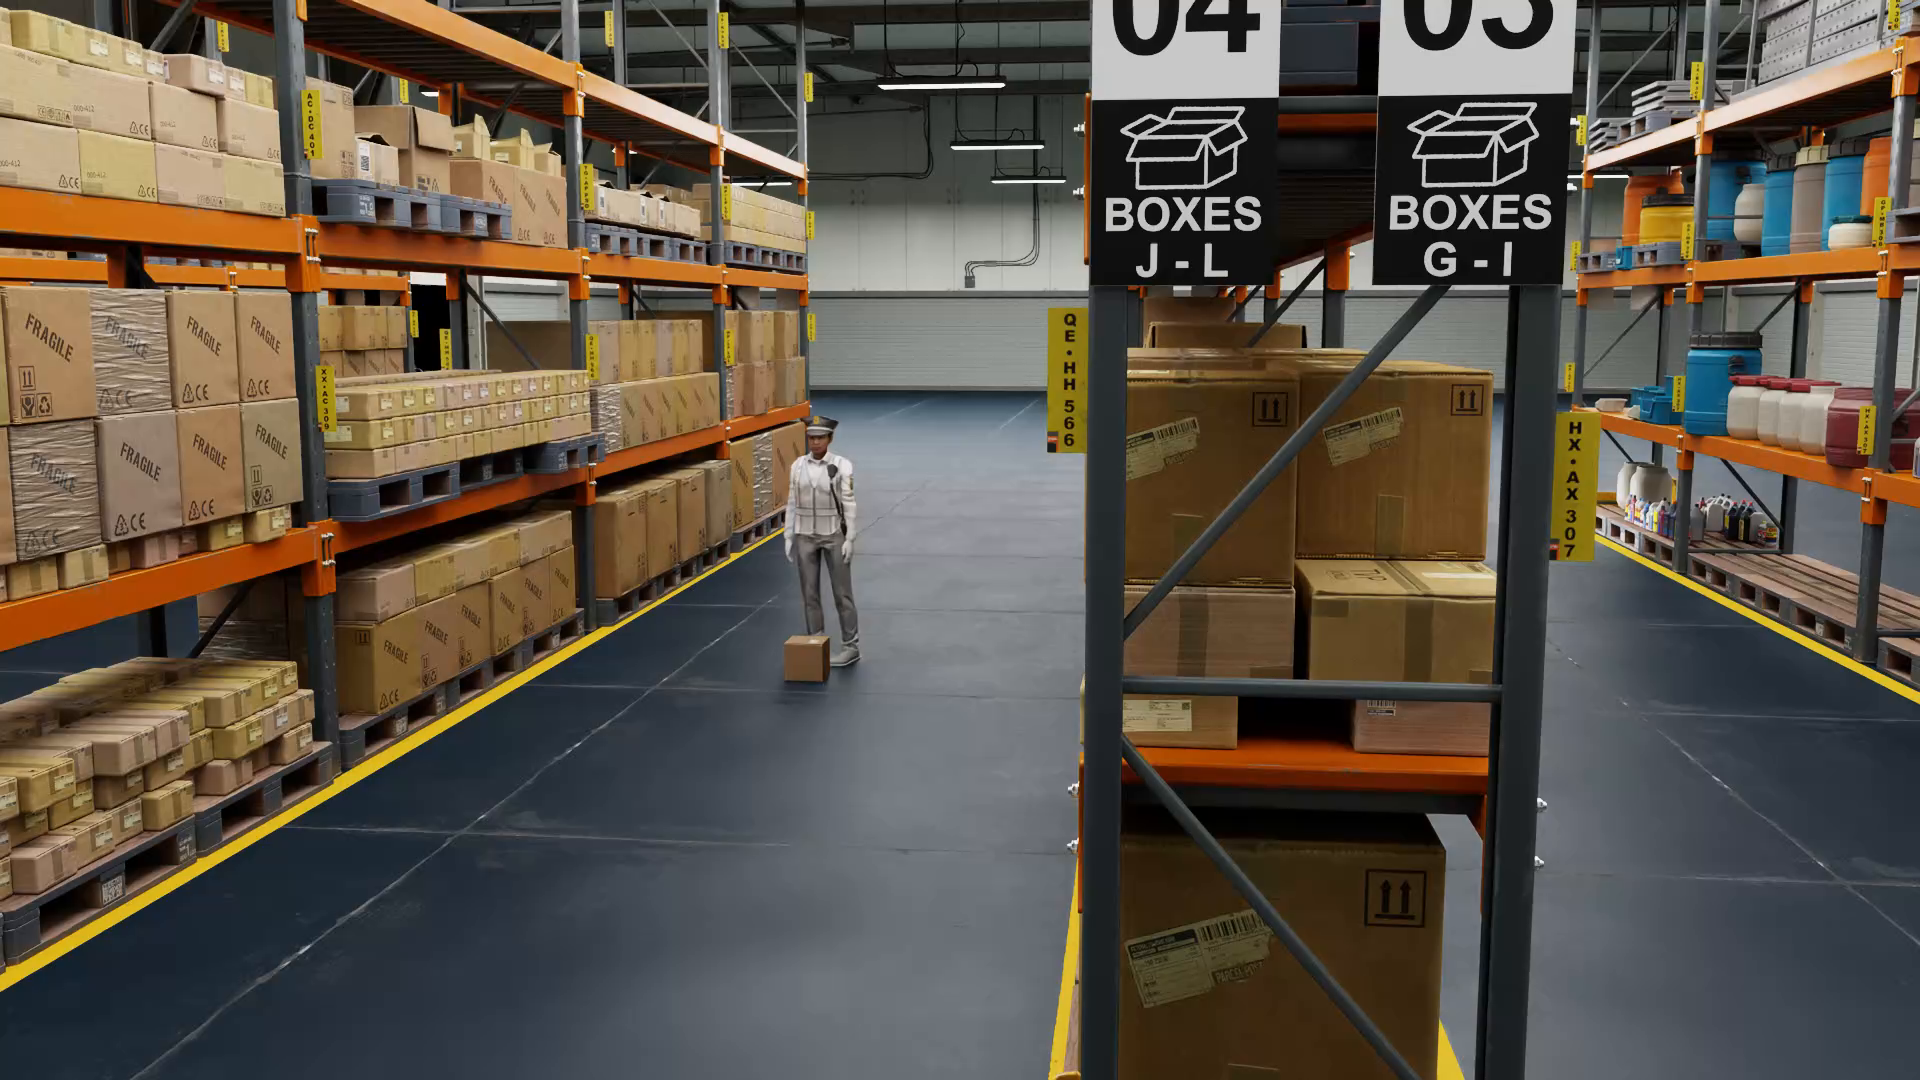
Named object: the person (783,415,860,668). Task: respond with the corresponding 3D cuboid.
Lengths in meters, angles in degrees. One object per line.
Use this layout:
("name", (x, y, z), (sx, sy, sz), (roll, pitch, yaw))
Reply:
("person", (-0.945, 0.000, 11.203), (0.521, 1.688, 0.343), (1, 8, 9))
